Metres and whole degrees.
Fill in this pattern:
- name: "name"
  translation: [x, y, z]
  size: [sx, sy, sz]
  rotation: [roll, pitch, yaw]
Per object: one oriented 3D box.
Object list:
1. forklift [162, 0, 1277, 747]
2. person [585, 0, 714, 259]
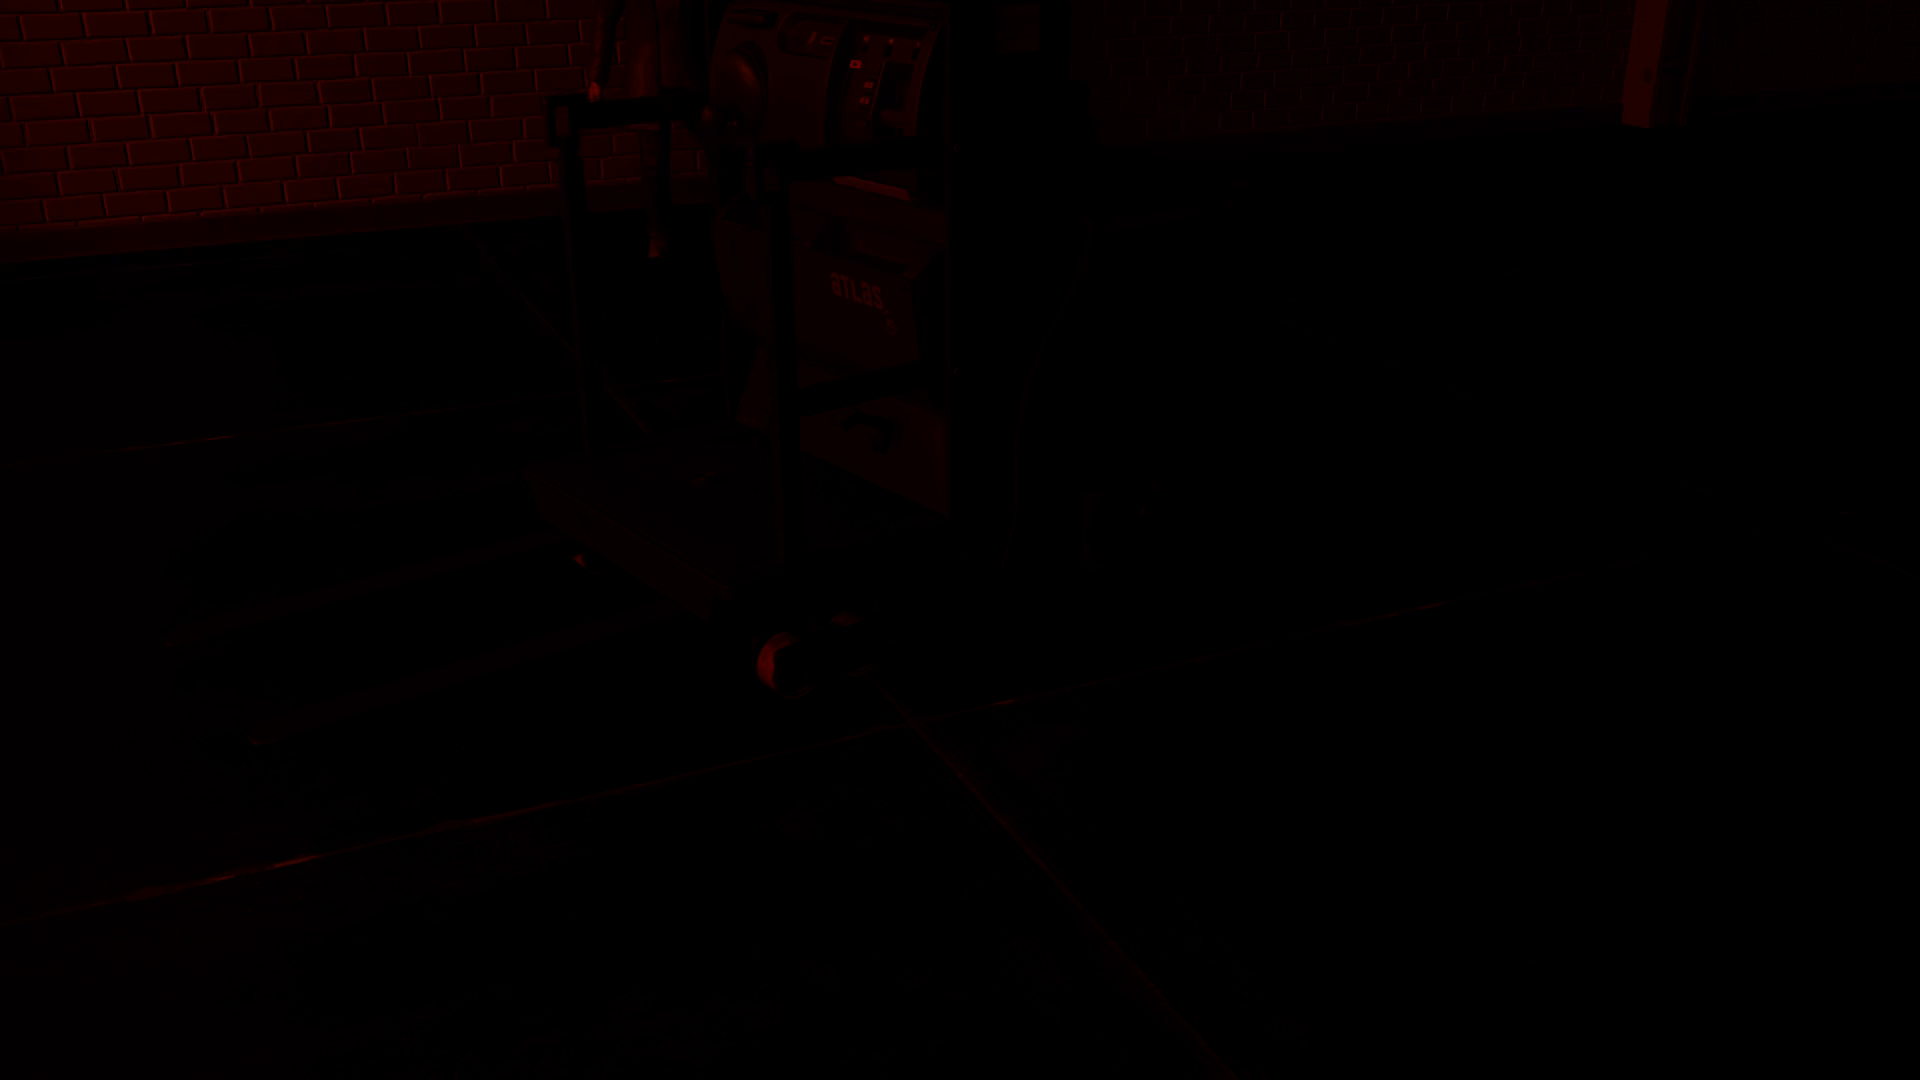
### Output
- name: "forklift"
  translation: [-0.523, -1.185, 4.138]
  size: [3.031, 2.935, 1.130]
  rotation: [-18, 28, -36]
- name: "person"
  translation: [-1.429, -2.306, 8.387]
  size: [0.889, 1.749, 0.425]
  rotation: [-6, 23, -14]
